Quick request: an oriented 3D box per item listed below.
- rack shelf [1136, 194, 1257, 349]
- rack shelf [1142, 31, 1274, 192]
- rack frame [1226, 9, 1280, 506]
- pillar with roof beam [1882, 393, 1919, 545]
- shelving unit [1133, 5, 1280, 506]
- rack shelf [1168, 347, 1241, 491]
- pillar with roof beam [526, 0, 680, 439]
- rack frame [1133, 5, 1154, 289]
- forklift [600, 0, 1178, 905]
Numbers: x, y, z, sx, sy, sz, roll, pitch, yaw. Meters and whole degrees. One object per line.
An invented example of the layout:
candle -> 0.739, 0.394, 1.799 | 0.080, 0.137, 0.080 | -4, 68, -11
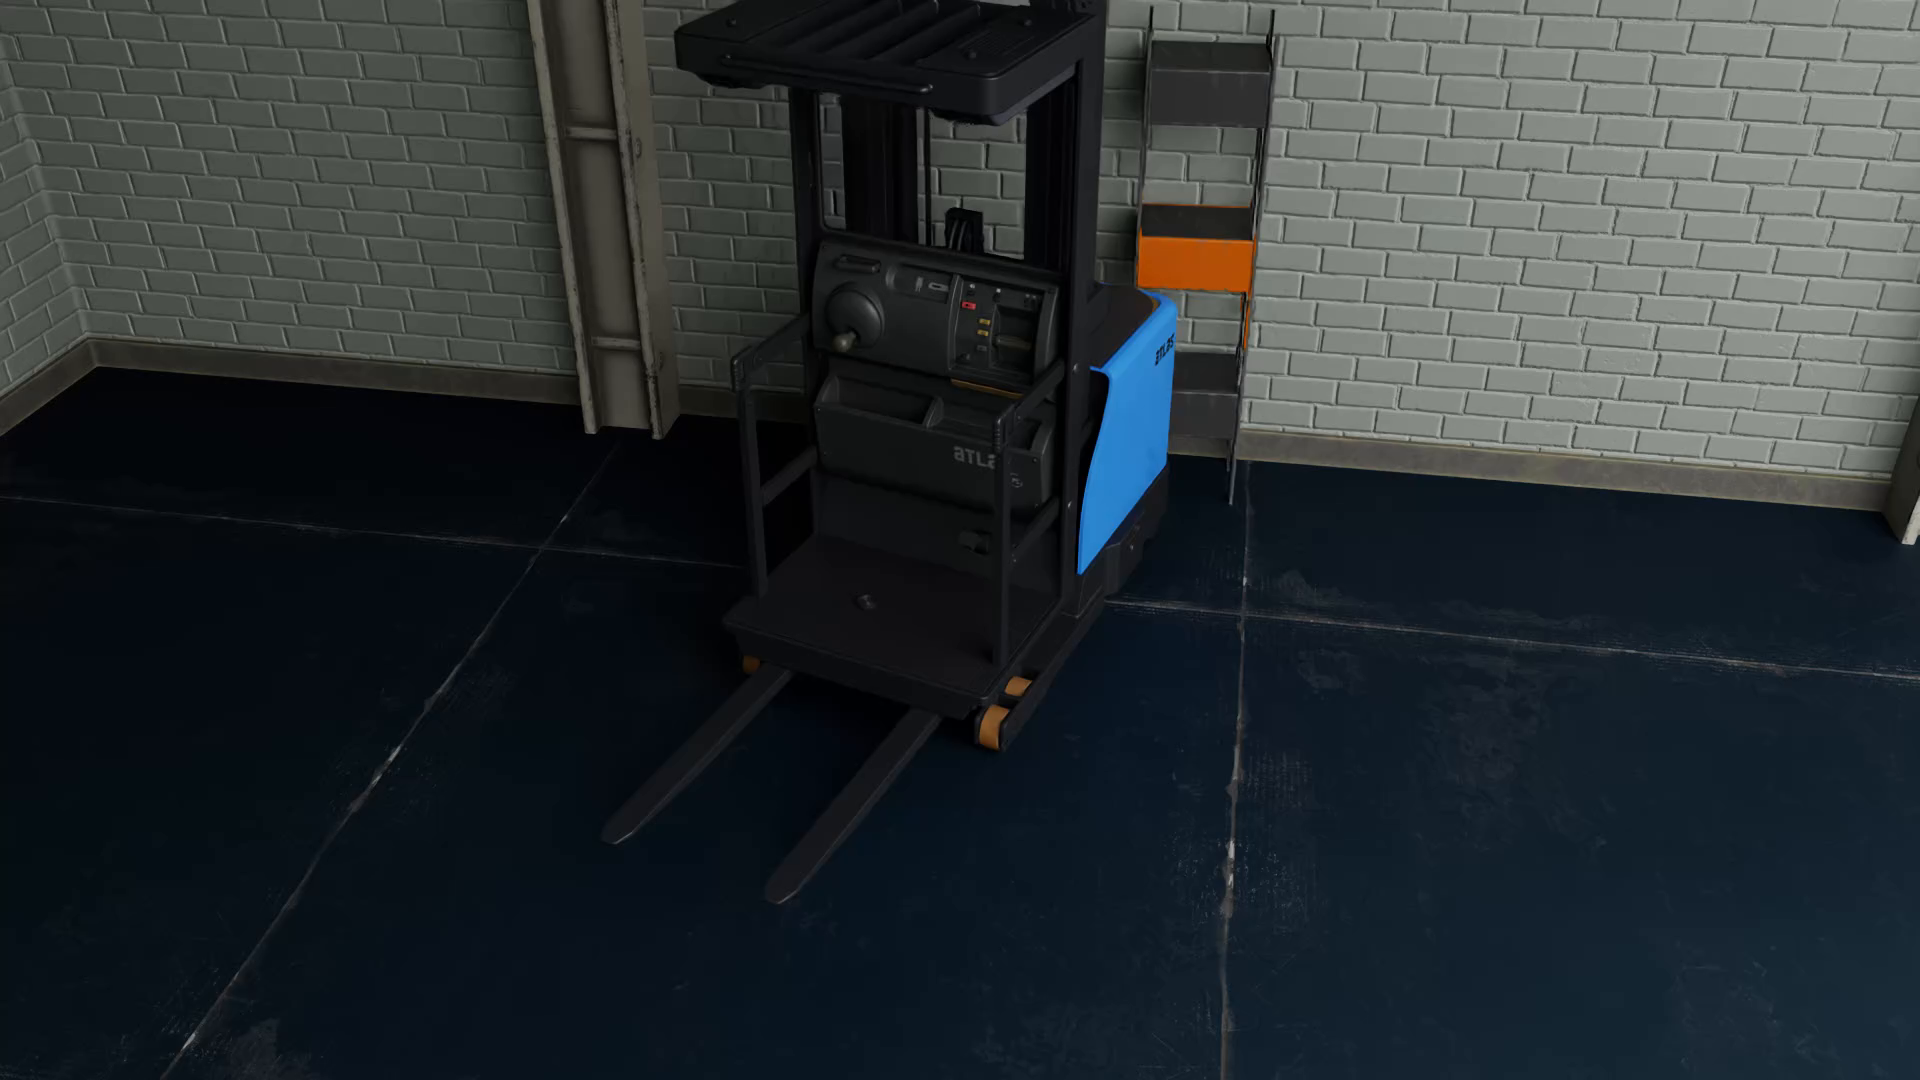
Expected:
rack shelf -> 1.000, -1.154, 7.140 | 0.480, 0.518, 0.431 | 3, 32, 5
rack shelf -> 1.001, -1.747, 6.768 | 0.480, 0.518, 0.431 | 3, 32, 5
rack frame -> 1.242, -1.151, 7.110 | 0.015, 2.100, 0.400 | 3, 32, 5
pillar with roof beam -> 3.585, -1.611, 1.342 | 0.400, 9.000, 9.100 | 5, 32, 8
shelving unit -> 1.000, -1.165, 7.132 | 0.503, 2.100, 0.431 | 3, 32, 5
rack shelf -> 0.999, -0.561, 7.511 | 0.480, 0.518, 0.431 | 3, 32, 5
pillar with roof beam -> -2.329, -2.146, 2.197 | 0.400, 9.000, 9.100 | 5, 32, 8
rack frame -> 0.757, -1.180, 7.155 | 0.015, 2.100, 0.400 | 3, 32, 5
forklift -> -0.189, -0.745, 5.677 | 1.130, 2.935, 3.031 | 14, 35, 22
